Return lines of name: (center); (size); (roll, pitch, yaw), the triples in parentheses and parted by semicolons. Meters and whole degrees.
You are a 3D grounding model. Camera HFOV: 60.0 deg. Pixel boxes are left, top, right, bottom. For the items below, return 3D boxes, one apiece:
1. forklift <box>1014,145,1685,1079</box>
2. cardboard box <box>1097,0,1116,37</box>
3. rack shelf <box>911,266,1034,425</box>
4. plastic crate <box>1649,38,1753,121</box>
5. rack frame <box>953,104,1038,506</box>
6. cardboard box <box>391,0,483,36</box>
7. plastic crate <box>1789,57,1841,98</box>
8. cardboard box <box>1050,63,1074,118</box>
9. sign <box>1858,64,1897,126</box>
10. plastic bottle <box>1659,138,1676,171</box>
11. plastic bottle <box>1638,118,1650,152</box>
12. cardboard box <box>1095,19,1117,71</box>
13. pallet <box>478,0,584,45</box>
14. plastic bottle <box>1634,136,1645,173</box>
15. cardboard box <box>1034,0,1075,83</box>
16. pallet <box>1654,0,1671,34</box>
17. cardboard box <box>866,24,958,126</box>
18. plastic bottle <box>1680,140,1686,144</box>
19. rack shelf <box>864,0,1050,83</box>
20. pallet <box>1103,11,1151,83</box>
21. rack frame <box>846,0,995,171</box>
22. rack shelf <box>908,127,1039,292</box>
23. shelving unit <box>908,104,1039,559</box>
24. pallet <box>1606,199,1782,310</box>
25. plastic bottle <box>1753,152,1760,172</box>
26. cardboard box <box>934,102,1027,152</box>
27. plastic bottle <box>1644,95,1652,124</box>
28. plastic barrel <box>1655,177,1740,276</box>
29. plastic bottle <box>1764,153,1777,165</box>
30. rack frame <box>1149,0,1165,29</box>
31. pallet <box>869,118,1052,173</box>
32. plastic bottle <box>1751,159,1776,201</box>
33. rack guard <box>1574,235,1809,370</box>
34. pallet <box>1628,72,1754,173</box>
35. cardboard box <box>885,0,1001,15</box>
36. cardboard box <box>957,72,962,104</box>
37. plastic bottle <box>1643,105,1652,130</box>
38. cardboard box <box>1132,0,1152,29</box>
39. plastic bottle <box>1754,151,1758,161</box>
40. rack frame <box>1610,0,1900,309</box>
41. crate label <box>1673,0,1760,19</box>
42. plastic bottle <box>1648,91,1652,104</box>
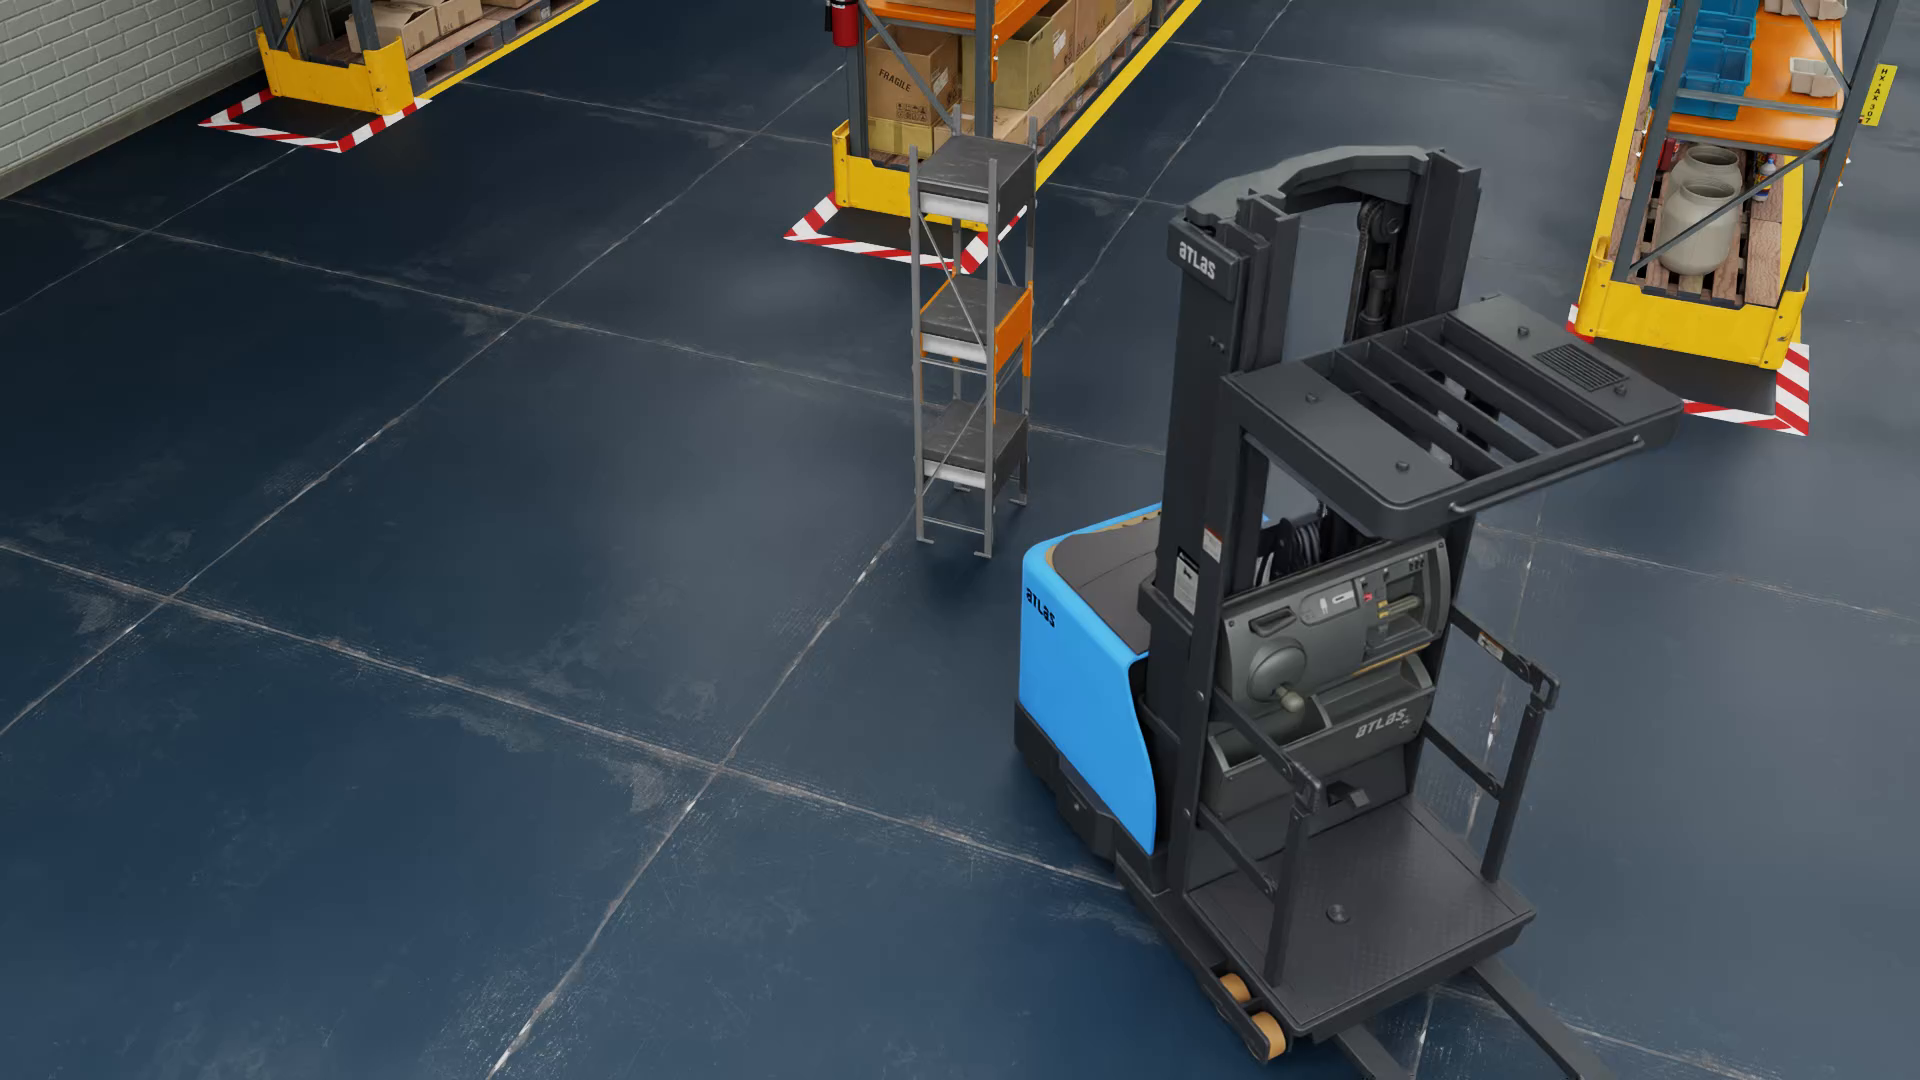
forklift: (1.378, 0.352, 5.433); (1.130, 2.935, 3.031); (-18, 40, -23)
cardboard box: (0.895, -4.211, 12.799); (0.500, 0.500, 0.500); (14, 39, 18)
rack shelf: (0.063, -0.922, 7.854); (0.431, 0.518, 0.480); (14, 39, 18)
plastic crate: (4.229, -2.642, 9.506); (0.499, 0.251, 0.616); (14, 39, 18)
rack frame: (0.156, -1.068, 8.026); (0.400, 2.100, 0.015); (14, 39, 18)
cardboard box: (-4.284, -4.391, 13.599); (0.500, 0.311, 0.500); (17, 40, 21)
plastic crate: (4.953, -2.673, 9.643); (0.298, 0.136, 0.250); (14, 39, 18)
cardboard box: (0.523, -3.355, 12.280); (0.500, 0.250, 0.500); (14, 39, 18)
sign: (4.822, -2.340, 8.745); (0.100, 0.325, 0.005); (14, 39, 18)
plastic bottle: (4.828, -2.671, 11.321); (0.061, 0.283, 0.133); (14, 39, 18)
plastic bottle: (4.782, -2.769, 11.458); (0.152, 0.276, 0.135); (13, 39, 16)
cardboard box: (0.907, -3.907, 13.020); (0.500, 0.250, 0.500); (14, 39, 18)
pallet: (-4.011, -4.654, 14.401); (1.003, 0.211, 1.213); (14, 39, 18)
plastic bottle: (4.636, -2.631, 11.267); (0.061, 0.283, 0.133); (15, 39, 19)
cardboard box: (0.512, -3.658, 12.059); (0.500, 0.500, 0.500); (14, 39, 18)
pallet: (6.562, -4.576, 14.297); (1.003, 0.211, 1.213); (14, 39, 18)
cardboard box: (-0.336, -3.219, 11.472); (0.500, 0.500, 0.500); (14, 39, 18)
plastic bottle: (5.059, -2.945, 11.693); (0.152, 0.276, 0.135); (14, 39, 18)
rack shelf: (0.496, -4.306, 12.208); (1.077, 0.370, 4.000); (14, 39, 18)
pallet: (0.916, -4.154, 13.733); (1.003, 0.211, 1.213); (14, 39, 18)
rack frame: (-0.264, -3.487, 10.511); (1.000, 3.000, 0.127); (14, 39, 18)
rack shelf: (0.063, -1.482, 7.435); (0.431, 0.518, 0.480); (14, 39, 18)
shelving unit: (0.063, -0.933, 7.846); (0.431, 2.100, 0.503); (14, 39, 18)
pallet: (4.614, -1.741, 10.505); (1.003, 0.211, 1.213); (14, 39, 18)
plastic bottle: (5.461, -2.618, 11.260); (0.097, 0.271, 0.097); (0, 37, 0)
cardboard box: (0.145, -2.800, 11.538); (0.500, 0.250, 0.500); (14, 39, 18)
plastic bottle: (4.973, -3.121, 11.923); (0.061, 0.283, 0.133); (16, 40, 20)
plastic barrel: (4.495, -1.910, 10.129); (0.421, 0.512, 0.421); (0, 37, 0)
plastic bottle: (5.396, -2.499, 11.091); (0.061, 0.283, 0.133); (14, 39, 18)
rack frame: (1.257, -5.702, 13.474); (1.000, 3.000, 0.127); (14, 39, 18)
pallet: (-0.012, -2.803, 11.926); (1.003, 0.211, 1.213); (14, 39, 18)
plastic bottle: (5.293, -2.373, 10.932); (0.097, 0.271, 0.097); (0, 37, 0)
rack guard: (4.300, -1.408, 9.818); (1.175, 0.500, 0.348); (14, 39, 18)
pallet: (5.543, -3.092, 12.312); (1.003, 0.211, 1.213); (14, 39, 18)
cardboard box: (-0.075, -3.783, 10.823); (0.700, 0.500, 0.500); (14, 39, 18)
cardboard box: (-0.155, -3.198, 12.070); (0.500, 0.250, 0.500); (14, 39, 18)
plastic bottle: (4.912, -2.994, 11.697); (0.144, 0.351, 0.185); (14, 39, 17)
cardboard box: (1.283, -4.462, 13.762); (0.500, 0.250, 0.500); (14, 39, 18)
plastic bottle: (5.538, -2.730, 11.410); (0.097, 0.271, 0.097); (0, 37, 0)
rack frame: (4.315, -2.357, 8.999); (1.000, 3.000, 0.127); (14, 39, 18)
crate label: (4.765, -3.452, 10.434); (0.502, 0.435, 0.616); (14, 39, 18)
plastic bottle: (5.146, -3.334, 12.152); (0.144, 0.351, 0.185); (15, 39, 19)
